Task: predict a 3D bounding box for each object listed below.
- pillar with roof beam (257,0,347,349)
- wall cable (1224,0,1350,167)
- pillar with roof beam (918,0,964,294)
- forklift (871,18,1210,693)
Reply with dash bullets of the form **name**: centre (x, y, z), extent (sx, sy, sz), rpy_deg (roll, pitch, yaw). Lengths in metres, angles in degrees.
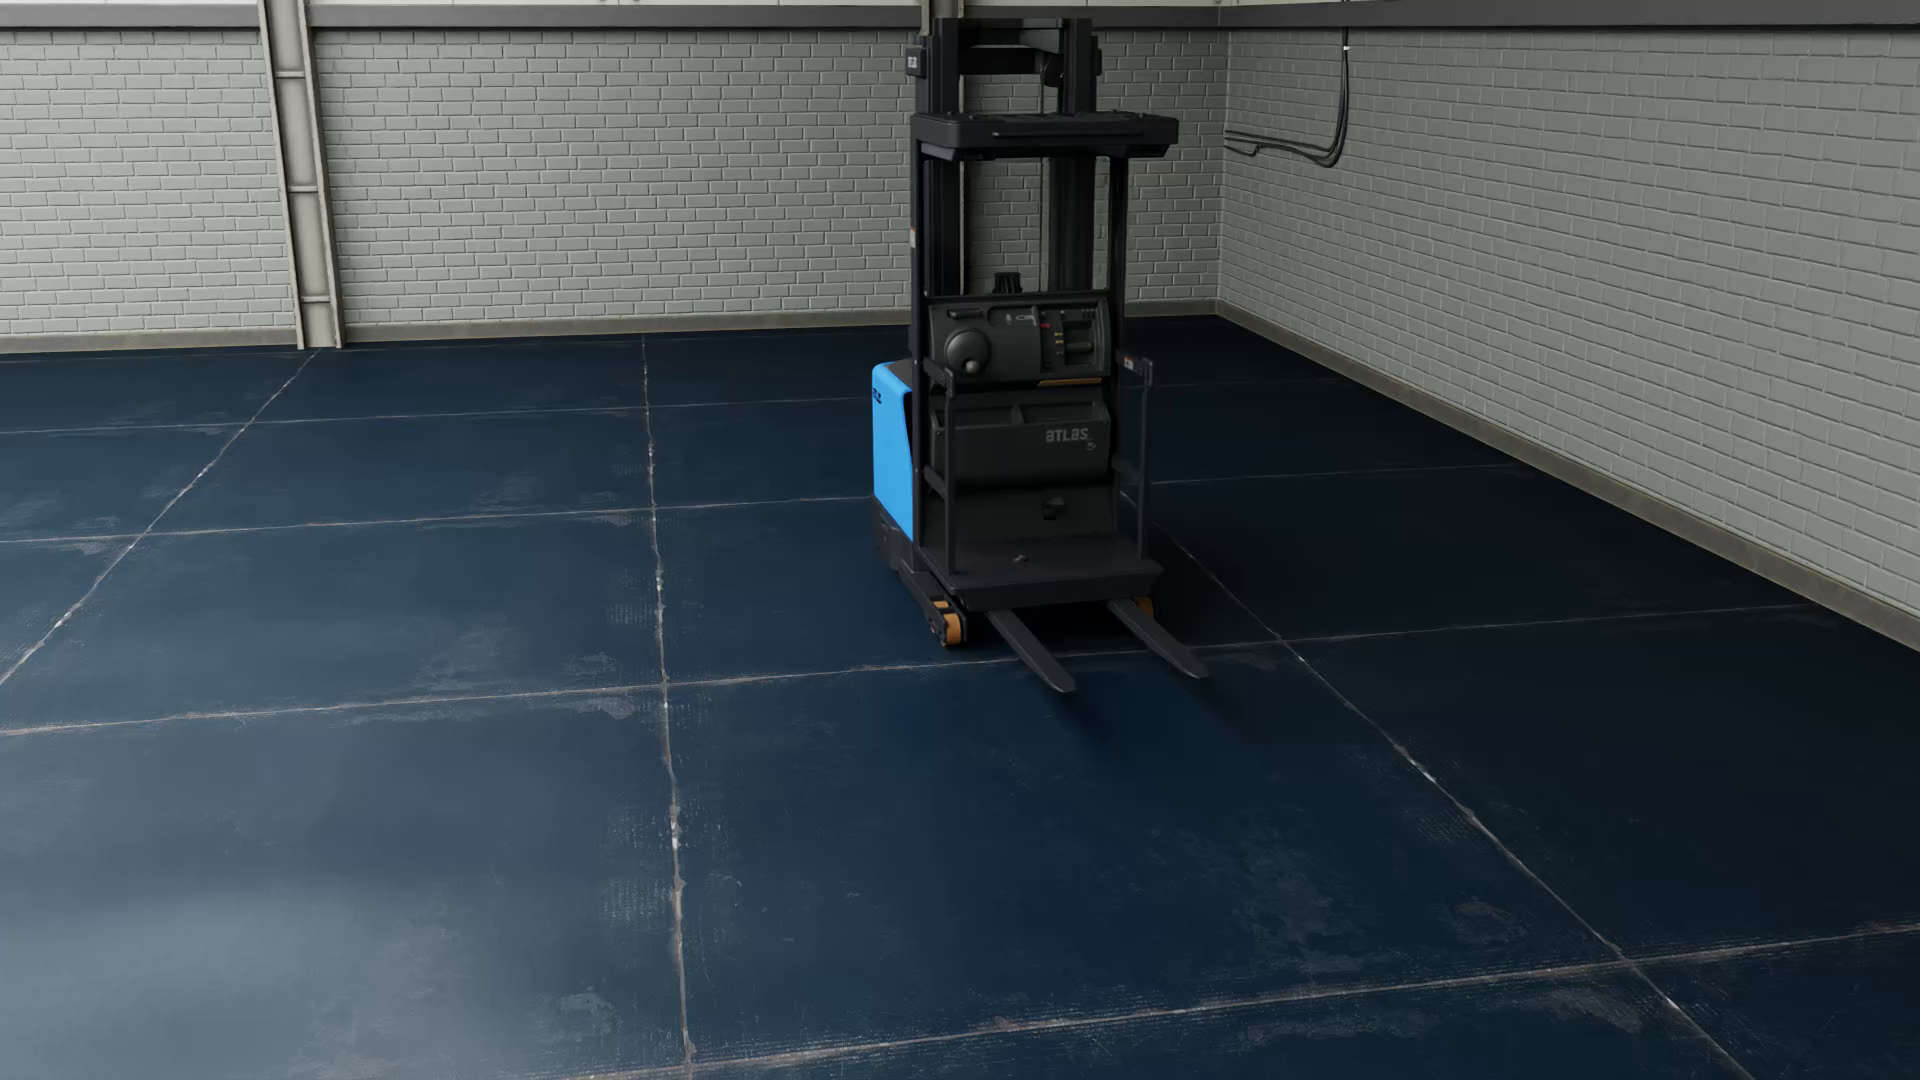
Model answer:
- **pillar with roof beam**: centre (-5.256, -4.914, 10.486), extent (0.400, 9.000, 9.100), rpy_deg (-3, 17, -10)
- **wall cable**: centre (2.962, -4.788, 15.363), extent (0.112, 2.526, 3.097), rpy_deg (-3, 17, -10)
- **pillar with roof beam**: centre (0.635, -5.249, 11.574), extent (0.400, 9.000, 9.100), rpy_deg (-3, 17, -10)
- **forklift**: centre (0.361, -1.005, 8.091), extent (1.130, 2.935, 3.031), rpy_deg (-4, 18, -14)
